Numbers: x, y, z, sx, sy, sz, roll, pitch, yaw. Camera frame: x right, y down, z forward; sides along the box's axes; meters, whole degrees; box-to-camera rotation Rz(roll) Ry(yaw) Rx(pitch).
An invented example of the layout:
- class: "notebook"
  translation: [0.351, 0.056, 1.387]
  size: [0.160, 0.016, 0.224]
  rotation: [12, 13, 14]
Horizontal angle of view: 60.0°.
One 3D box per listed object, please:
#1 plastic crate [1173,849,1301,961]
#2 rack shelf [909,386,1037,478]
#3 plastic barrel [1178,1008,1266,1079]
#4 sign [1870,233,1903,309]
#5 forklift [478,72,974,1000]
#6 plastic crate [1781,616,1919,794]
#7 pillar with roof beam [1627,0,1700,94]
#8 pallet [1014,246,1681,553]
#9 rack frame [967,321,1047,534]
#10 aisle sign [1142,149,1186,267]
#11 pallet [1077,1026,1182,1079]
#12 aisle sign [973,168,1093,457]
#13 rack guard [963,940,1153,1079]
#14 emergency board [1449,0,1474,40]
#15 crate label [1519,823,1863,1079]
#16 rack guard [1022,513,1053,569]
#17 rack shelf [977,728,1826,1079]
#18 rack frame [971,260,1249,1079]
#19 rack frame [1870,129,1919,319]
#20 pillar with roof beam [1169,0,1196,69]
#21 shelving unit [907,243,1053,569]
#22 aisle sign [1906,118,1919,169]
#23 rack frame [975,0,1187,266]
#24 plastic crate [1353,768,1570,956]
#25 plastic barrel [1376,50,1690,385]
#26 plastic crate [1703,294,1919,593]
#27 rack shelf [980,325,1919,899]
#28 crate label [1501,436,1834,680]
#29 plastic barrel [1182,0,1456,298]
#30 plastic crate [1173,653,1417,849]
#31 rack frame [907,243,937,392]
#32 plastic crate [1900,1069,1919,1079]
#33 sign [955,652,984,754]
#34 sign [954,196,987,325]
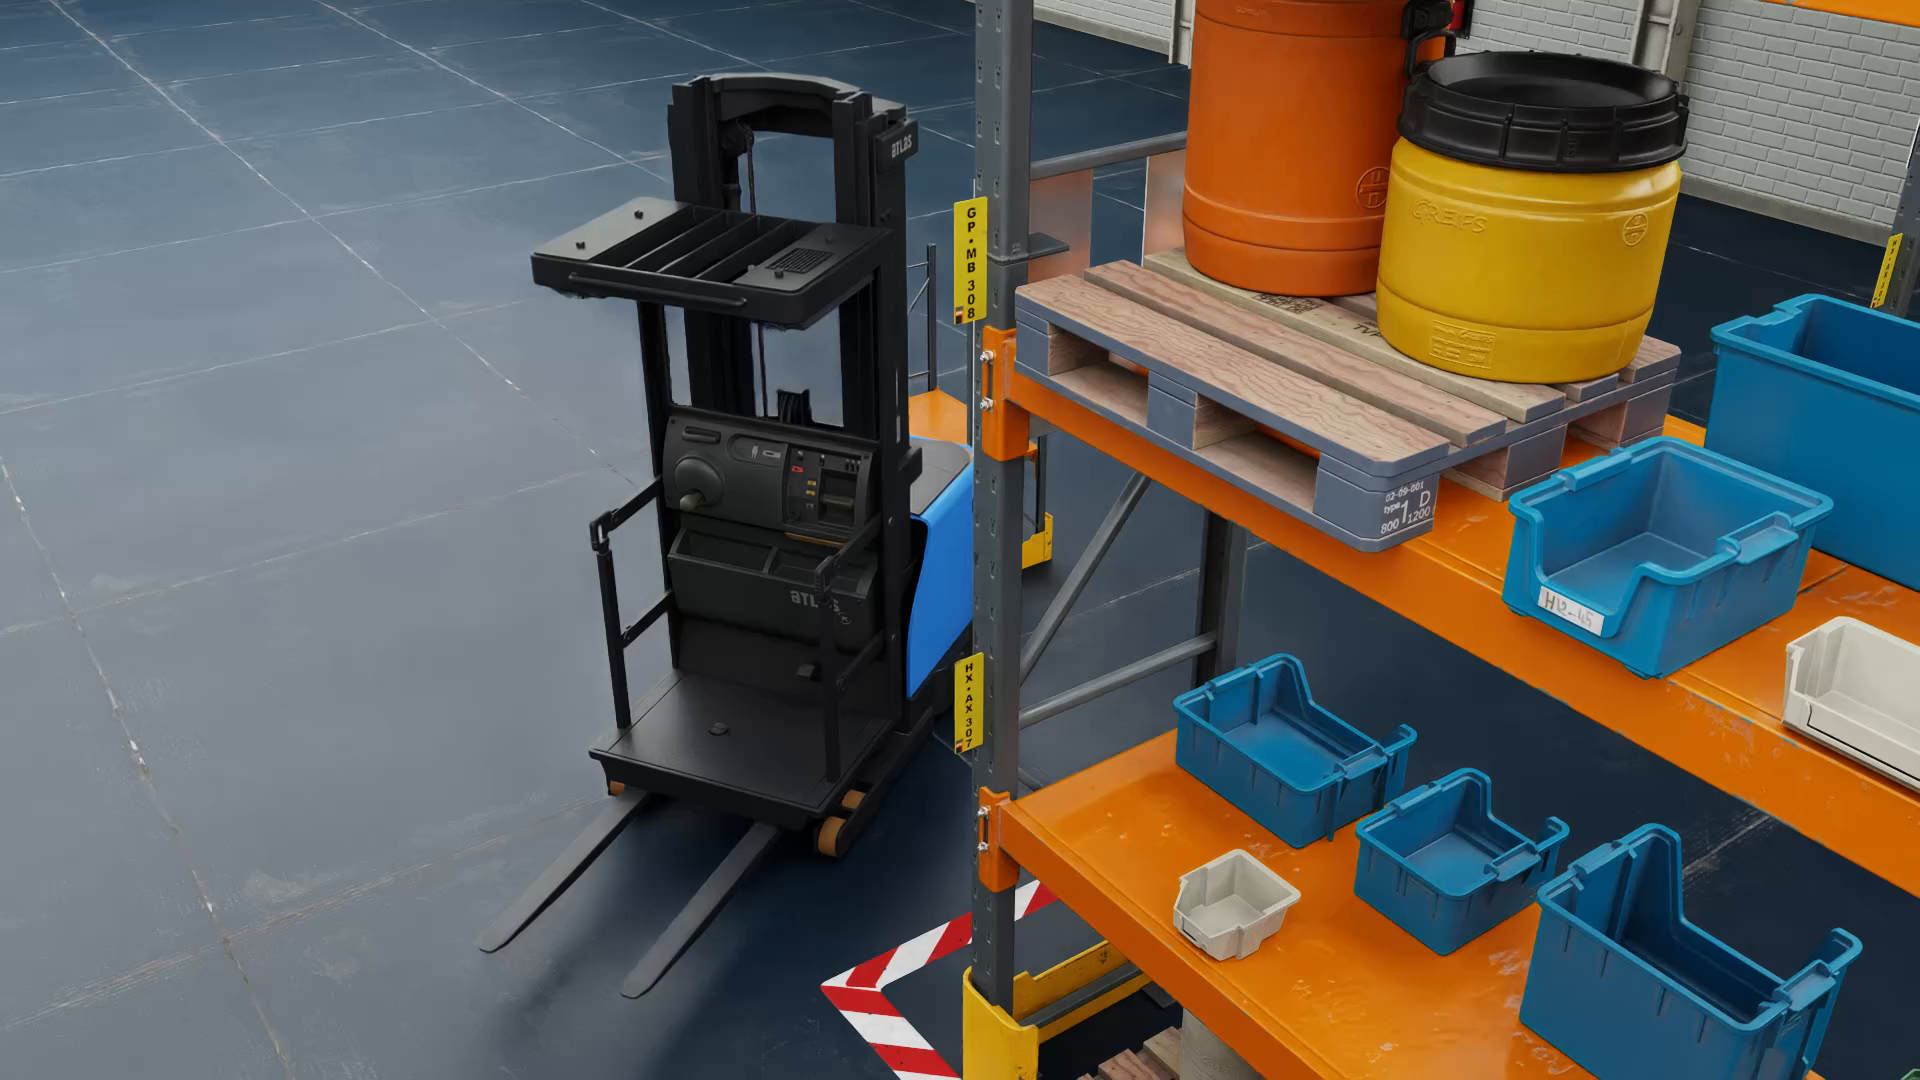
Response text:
- class: "plastic crate"
  translation: [0.735, 1.009, 4.525]
  size: [0.298, 0.136, 0.250]
  rotation: [-19, 34, -31]
- class: "rack shelf"
  translation: [-0.049, -0.534, 9.039]
  size: [0.538, 0.185, 1.000]
  rotation: [-19, 34, -31]
- class: "plastic barrel"
  translation: [0.922, 1.600, 5.328]
  size: [0.421, 0.512, 0.421]
  rotation: [0, 29, 0]
- class: "sign"
  translation: [4.059, -1.178, 7.285]
  size: [0.100, 0.325, 0.005]
  rotation: [-19, 34, -31]
- class: "forklift"
  translation: [-0.866, -0.213, 6.570]
  size: [1.130, 2.935, 3.031]
  rotation: [11, 30, 20]
- class: "plastic crate"
  translation: [1.538, 0.297, 2.694]
  size: [0.243, 0.136, 0.396]
  rotation: [-19, 34, -31]
- class: "pillar with roof beam"
  translation: [2.671, -6.031, 10.926]
  size: [9.100, 9.000, 0.400]
  rotation: [-19, 34, -31]
- class: "pallet"
  translation: [0.878, -0.430, 3.954]
  size: [1.003, 0.211, 1.213]
  rotation: [-19, 34, -31]
- class: "rack frame"
  translation: [0.245, -0.495, 8.589]
  size: [0.500, 1.500, 0.032]
  rotation: [-19, 34, -31]
- class: "aisle sign"
  translation: [0.678, -0.796, 4.850]
  size: [0.394, 0.787, 0.004]
  rotation: [-19, 34, -31]
- class: "pallet"
  translation: [1.027, 2.015, 5.318]
  size: [1.003, 0.211, 1.213]
  rotation: [-19, 34, -31]
- class: "aisle sign"
  translation: [0.197, -0.633, 4.549]
  size: [0.394, 0.787, 0.004]
  rotation: [-19, 34, -31]
- class: "rack guard"
  translation: [0.560, 1.571, 5.833]
  size: [1.175, 0.500, 0.348]
  rotation: [-19, 34, -31]
- class: "emergency board"
  translation: [4.776, -5.558, 16.340]
  size: [0.194, 1.169, 0.643]
  rotation: [-19, 34, -31]
- class: "crate label"
  translation: [1.766, 1.081, 4.079]
  size: [0.502, 0.435, 0.616]
  rotation: [-19, 34, -31]
- class: "rack guard"
  translation: [0.245, 0.054, 8.888]
  size: [0.587, 0.250, 0.087]
  rotation: [-19, 34, -31]
- class: "rack shelf"
  translation: [1.638, 1.550, 4.007]
  size: [1.077, 0.370, 4.000]
  rotation: [-19, 34, -31]
- class: "rack frame"
  translation: [0.478, 0.456, 5.267]
  size: [1.000, 3.000, 0.127]
  rotation: [-19, 34, -31]
- class: "rack frame"
  translation: [4.515, -0.914, 7.789]
  size: [1.000, 3.000, 0.127]
  rotation: [-19, 34, -31]
- class: "pillar with roof beam"
  translation: [-0.809, -8.363, 15.221]
  size: [9.100, 9.000, 0.400]
  rotation: [-19, 34, -31]
- class: "shelving unit"
  translation: [-0.044, -0.689, 8.947]
  size: [0.587, 1.500, 1.083]
  rotation: [-19, 34, -31]
- class: "aisle sign"
  translation: [4.227, -1.997, 7.060]
  size: [0.394, 0.787, 0.004]
  rotation: [-19, 34, -31]
- class: "rack frame"
  translation: [0.478, -2.180, 3.835]
  size: [1.000, 3.000, 0.127]
  rotation: [-19, 34, -31]
- class: "plastic crate"
  translation: [1.384, 0.887, 4.629]
  size: [0.499, 0.251, 0.408]
  rotation: [-19, 34, -31]
- class: "plastic barrel"
  translation: [1.242, -0.721, 3.655]
  size: [0.600, 0.588, 0.600]
  rotation: [0, 29, 0]
- class: "plastic crate"
  translation: [1.829, -0.197, 3.343]
  size: [0.392, 0.384, 0.575]
  rotation: [-19, 34, -31]
- class: "rack shelf"
  translation: [1.638, 0.232, 3.291]
  size: [1.077, 0.370, 4.000]
  rotation: [-19, 34, -31]
- class: "crate label"
  translation: [1.294, 0.022, 3.078]
  size: [0.502, 0.251, 0.408]
  rotation: [-19, 34, -31]
- class: "plastic barrel"
  translation: [0.863, -1.082, 4.065]
  size: [0.600, 0.830, 0.708]
  rotation: [-19, 34, -31]
- class: "plastic crate"
  translation: [1.012, 0.633, 5.097]
  size: [0.499, 0.251, 0.616]
  rotation: [-19, 34, -31]
- class: "rack frame"
  translation: [-0.344, -0.890, 9.317]
  size: [0.500, 1.500, 0.032]
  rotation: [-19, 34, -31]
- class: "plastic crate"
  translation: [2.240, 1.498, 3.570]
  size: [0.450, 0.188, 0.662]
  rotation: [-19, 34, -31]
- class: "sign"
  translation: [0.027, 0.485, 4.924]
  size: [0.100, 0.325, 0.005]
  rotation: [-19, 34, -31]
- class: "sign"
  translation: [0.027, -0.715, 4.272]
  size: [0.100, 0.325, 0.005]
  rotation: [-19, 34, -31]
